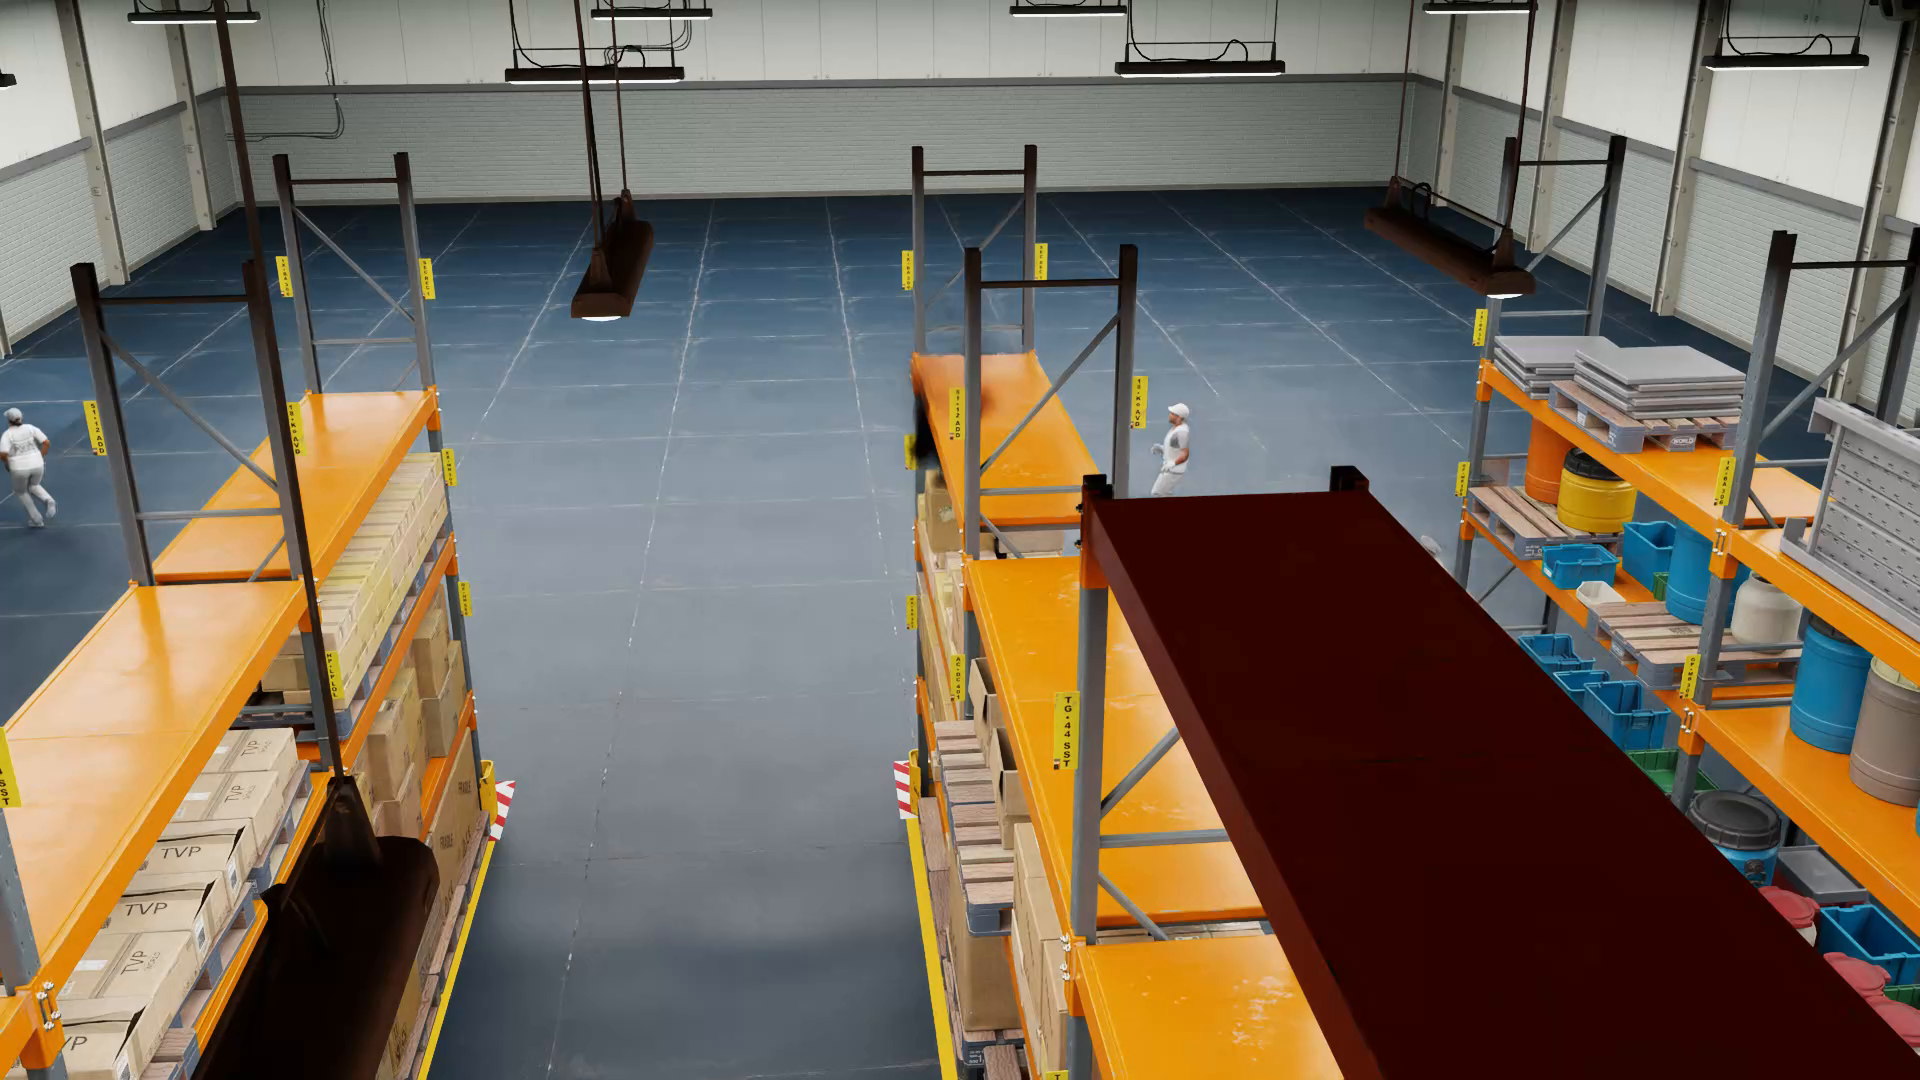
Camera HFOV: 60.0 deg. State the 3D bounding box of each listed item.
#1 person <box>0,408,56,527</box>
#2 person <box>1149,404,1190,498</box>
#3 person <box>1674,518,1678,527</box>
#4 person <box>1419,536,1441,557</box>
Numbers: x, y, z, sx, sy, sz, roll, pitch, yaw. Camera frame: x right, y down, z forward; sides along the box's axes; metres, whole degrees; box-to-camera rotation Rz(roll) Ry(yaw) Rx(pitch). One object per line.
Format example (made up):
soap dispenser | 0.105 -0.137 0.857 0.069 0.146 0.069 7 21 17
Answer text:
person | -12.298 -0.959 21.884 0.546 1.624 0.611 15 26 34
person | 2.739 -0.932 21.620 0.598 1.740 0.648 4 22 9
person | 7.941 0.500 18.210 0.833 1.627 0.547 10 24 23
person | 4.744 0.795 17.242 0.829 1.797 0.672 12 25 28
